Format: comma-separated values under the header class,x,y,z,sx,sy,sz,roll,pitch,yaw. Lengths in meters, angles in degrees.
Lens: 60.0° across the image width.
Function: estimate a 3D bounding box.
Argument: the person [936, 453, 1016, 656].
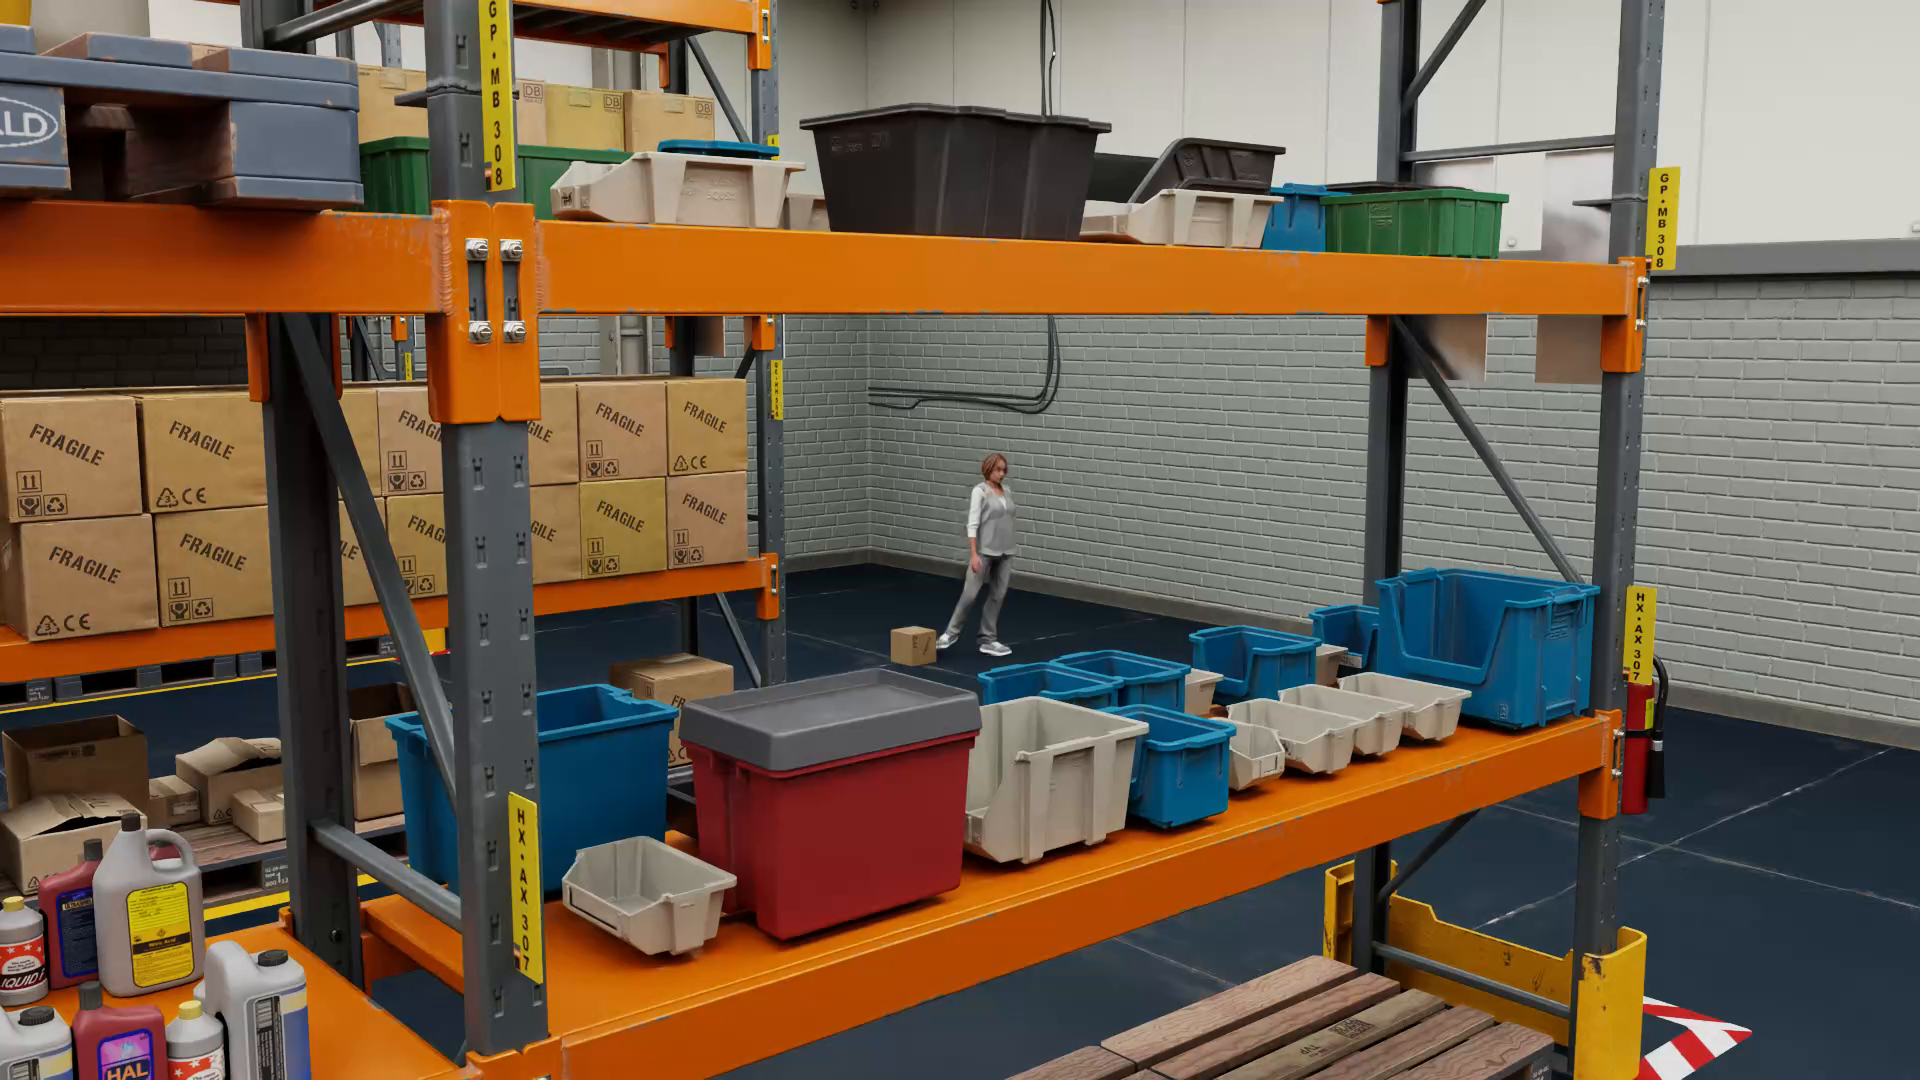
class,x,y,z,sx,sy,sz,roll,pitch,yaw
person,0.125,0.118,12.934,0.597,1.590,0.474,-6,9,-36
